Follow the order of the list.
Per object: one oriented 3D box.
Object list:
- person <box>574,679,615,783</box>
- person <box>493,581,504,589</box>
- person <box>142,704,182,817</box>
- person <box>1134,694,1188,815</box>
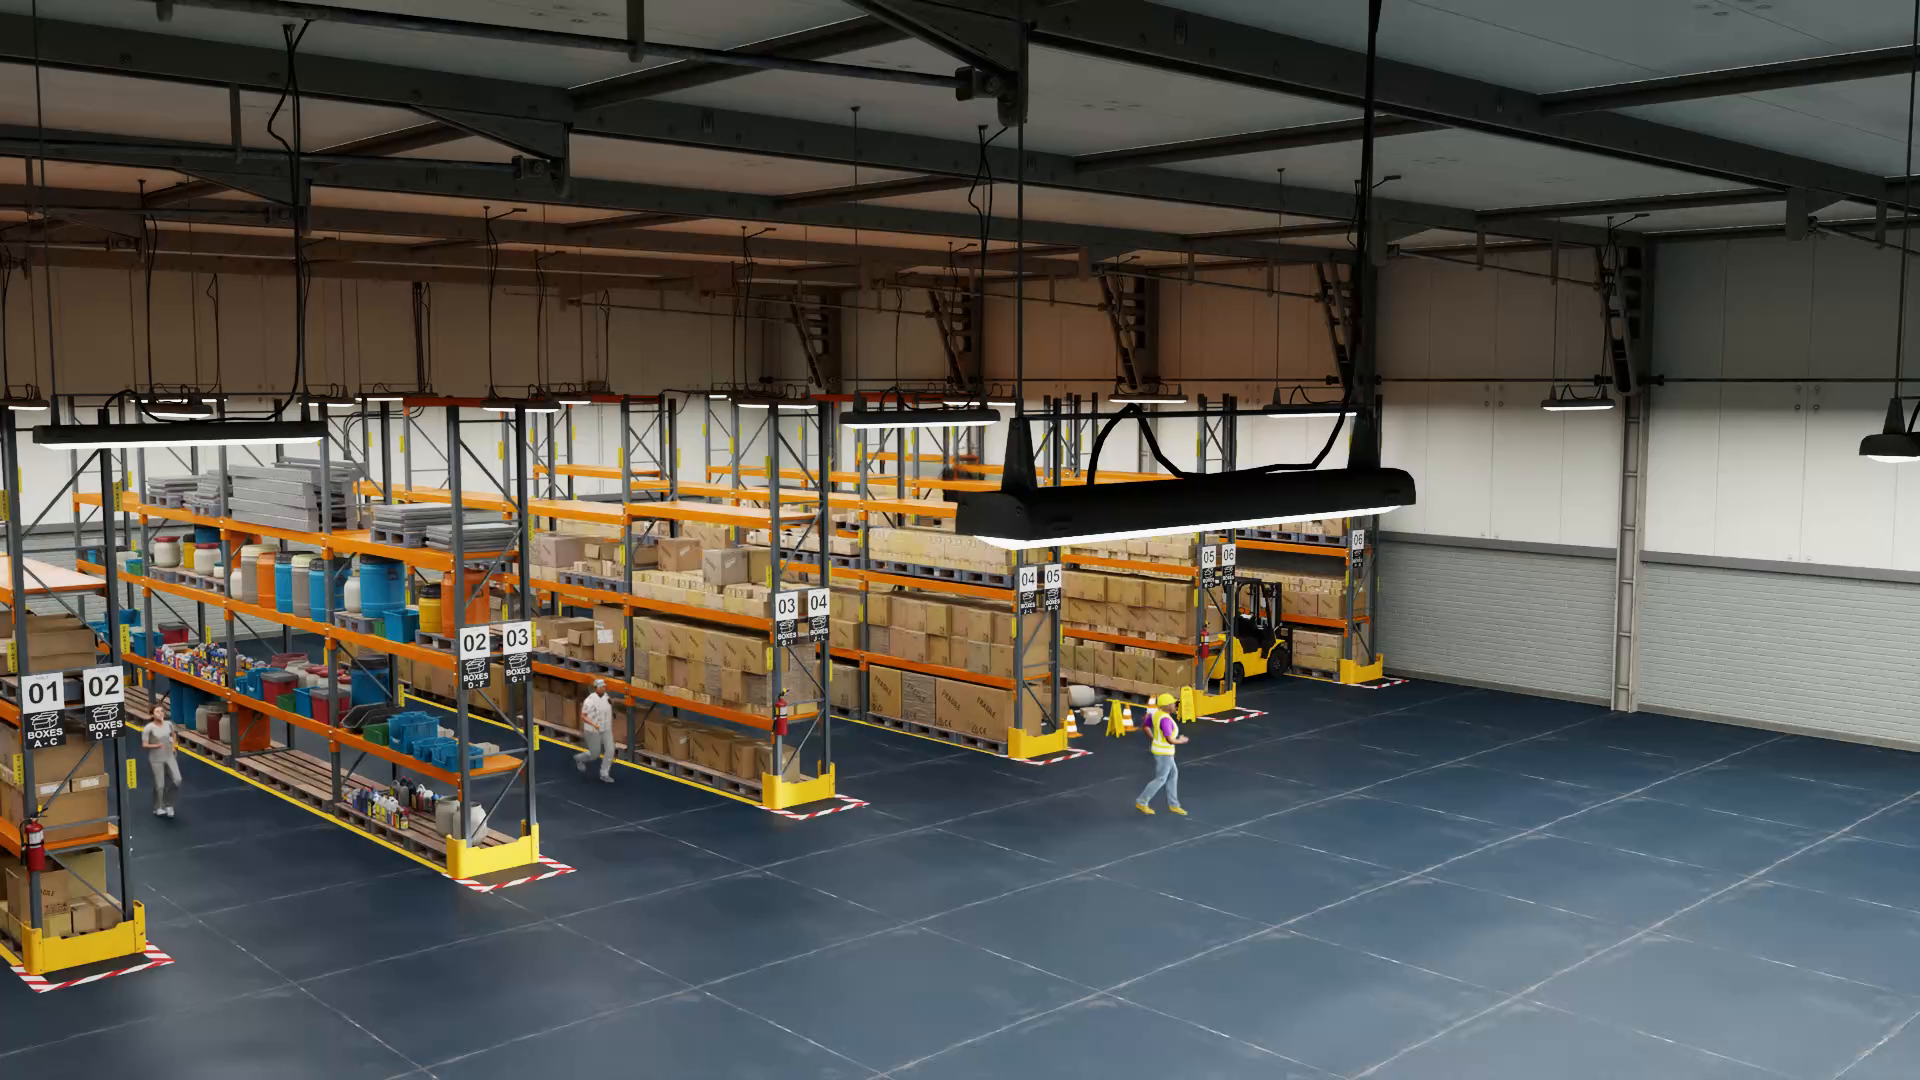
[{"bbox_3d":[-5.756,2.989,26.278,0.754,1.634,0.597,4,7,39],"label":"person"},{"bbox_3d":[-10.716,1.765,38.455,0.707,1.746,0.715,-1,6,-10],"label":"person"},{"bbox_3d":[-11.481,3.191,23.965,0.628,1.666,0.547,5,7,41],"label":"person"},{"bbox_3d":[2.929,3.123,24.072,0.836,1.813,0.720,-1,6,-6],"label":"person"}]
